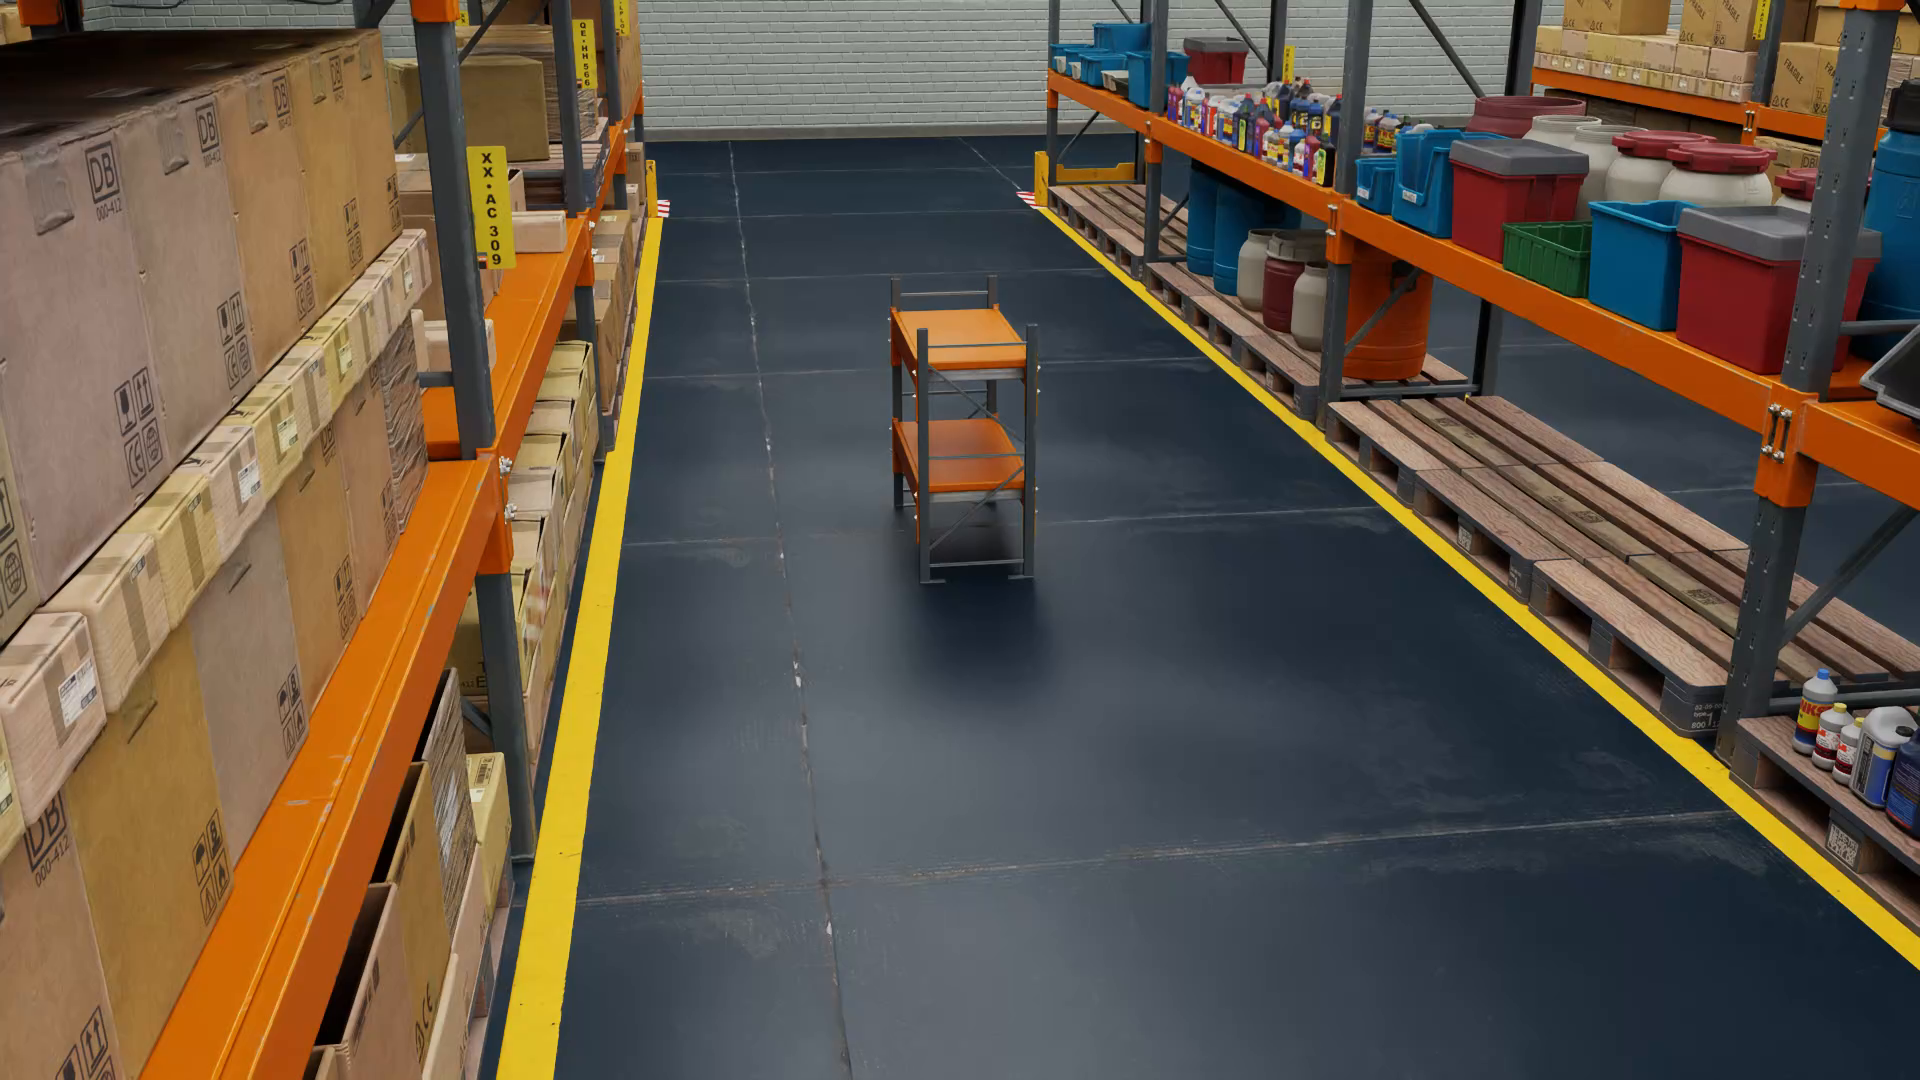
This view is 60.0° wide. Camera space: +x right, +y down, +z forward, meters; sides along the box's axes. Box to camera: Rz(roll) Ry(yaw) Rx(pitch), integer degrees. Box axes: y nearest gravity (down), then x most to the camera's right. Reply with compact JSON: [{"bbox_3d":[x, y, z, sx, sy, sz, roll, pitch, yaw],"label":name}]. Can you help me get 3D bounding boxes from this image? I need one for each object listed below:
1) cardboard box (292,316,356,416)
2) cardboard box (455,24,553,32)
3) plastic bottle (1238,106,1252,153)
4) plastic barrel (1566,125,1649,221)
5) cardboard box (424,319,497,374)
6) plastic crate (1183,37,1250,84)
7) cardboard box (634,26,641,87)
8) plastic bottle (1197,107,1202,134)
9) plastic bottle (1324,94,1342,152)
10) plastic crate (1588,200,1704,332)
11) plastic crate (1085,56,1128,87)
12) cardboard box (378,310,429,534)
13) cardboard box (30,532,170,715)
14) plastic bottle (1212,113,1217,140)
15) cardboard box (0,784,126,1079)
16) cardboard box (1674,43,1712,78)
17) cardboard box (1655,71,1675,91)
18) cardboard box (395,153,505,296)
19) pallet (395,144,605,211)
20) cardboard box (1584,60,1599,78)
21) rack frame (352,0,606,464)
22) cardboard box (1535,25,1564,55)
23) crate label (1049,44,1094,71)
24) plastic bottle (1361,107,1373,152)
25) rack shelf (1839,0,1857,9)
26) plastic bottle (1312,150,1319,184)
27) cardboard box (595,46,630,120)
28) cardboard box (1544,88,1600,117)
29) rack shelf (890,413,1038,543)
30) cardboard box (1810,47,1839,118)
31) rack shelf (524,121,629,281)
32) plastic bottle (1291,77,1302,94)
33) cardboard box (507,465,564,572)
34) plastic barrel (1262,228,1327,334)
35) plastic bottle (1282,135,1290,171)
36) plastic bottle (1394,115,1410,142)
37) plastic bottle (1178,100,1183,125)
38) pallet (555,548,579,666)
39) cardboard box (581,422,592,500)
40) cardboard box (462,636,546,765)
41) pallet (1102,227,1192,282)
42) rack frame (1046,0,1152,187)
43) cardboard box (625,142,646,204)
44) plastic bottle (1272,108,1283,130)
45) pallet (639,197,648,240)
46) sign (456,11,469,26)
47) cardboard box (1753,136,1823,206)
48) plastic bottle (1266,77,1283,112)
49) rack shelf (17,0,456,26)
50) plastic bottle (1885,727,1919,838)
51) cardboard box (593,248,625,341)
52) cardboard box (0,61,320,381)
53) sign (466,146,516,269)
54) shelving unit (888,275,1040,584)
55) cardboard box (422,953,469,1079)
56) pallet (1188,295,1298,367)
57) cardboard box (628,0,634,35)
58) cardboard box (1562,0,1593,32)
[{"bbox_3d":[-1.409,-0.334,3.252,0.380,0.149,0.250,-3,21,-8],"label":"cardboard box"},{"bbox_3d":[-3.111,-3.257,11.405,0.700,0.500,0.500,-10,23,-26],"label":"cardboard box"},{"bbox_3d":[1.829,-2.622,10.616,0.061,0.283,0.133,-3,21,-8],"label":"plastic bottle"},{"bbox_3d":[2.941,-1.613,7.588,0.421,0.512,0.421,0,20,0],"label":"plastic barrel"},{"bbox_3d":[-1.731,-0.618,5.443,0.380,0.149,0.250,-3,21,-8],"label":"cardboard box"},{"bbox_3d":[2.063,-3.817,13.471,0.402,0.464,0.583,-3,21,-8],"label":"plastic crate"},{"bbox_3d":[-3.123,-4.299,14.797,0.500,0.500,0.500,-3,21,-7],"label":"cardboard box"},{"bbox_3d":[1.704,-2.929,11.555,0.097,0.201,0.097,0,20,0],"label":"plastic bottle"},{"bbox_3d":[2.428,-2.676,10.665,0.144,0.351,0.185,-3,21,-8],"label":"plastic bottle"},{"bbox_3d":[2.630,-1.026,6.199,0.392,0.384,0.575,-3,21,-8],"label":"plastic crate"},{"bbox_3d":[1.310,-4.110,14.586,0.416,0.233,0.300,-3,21,-8],"label":"plastic crate"},{"bbox_3d":[-1.735,-0.312,4.122,0.700,0.500,0.500,-3,21,-9],"label":"cardboard box"},{"bbox_3d":[-1.222,0.112,2.060,0.380,0.149,0.250,-4,21,-10],"label":"cardboard box"},{"bbox_3d":[1.757,-2.802,11.216,0.097,0.201,0.097,0,20,0],"label":"plastic bottle"},{"bbox_3d":[-1.364,0.576,1.745,0.700,0.500,0.500,-2,21,-6],"label":"cardboard box"},{"bbox_3d":[6.445,-4.075,14.127,0.500,0.250,0.500,-2,21,-6],"label":"cardboard box"},{"bbox_3d":[6.328,-4.014,14.536,0.380,0.149,0.250,-3,21,-7],"label":"cardboard box"},{"bbox_3d":[-2.124,-1.270,6.687,0.500,0.500,0.500,-4,21,-11],"label":"cardboard box"},{"bbox_3d":[-2.549,-1.945,8.910,1.213,0.211,1.003,-3,21,-8],"label":"pallet"},{"bbox_3d":[6.143,-4.459,15.726,0.380,0.149,0.250,-3,21,-9],"label":"cardboard box"},{"bbox_3d":[-2.382,-1.803,8.258,1.000,3.000,0.127,-3,21,-8],"label":"rack frame"},{"bbox_3d":[6.070,-4.961,16.501,0.500,0.250,0.500,-3,21,-9],"label":"cardboard box"},{"bbox_3d":[1.077,-4.669,16.085,0.416,0.233,0.303,-3,21,-8],"label":"crate label"},{"bbox_3d":[2.578,-2.640,10.675,0.152,0.276,0.135,-3,21,-8],"label":"plastic bottle"},{"bbox_3d":[2.809,-2.428,6.670,1.077,0.370,4.000,-3,21,-8],"label":"rack shelf"},{"bbox_3d":[2.041,-2.118,9.385,0.097,0.201,0.097,0,20,0],"label":"plastic bottle"},{"bbox_3d":[-2.762,-3.425,12.458,0.500,0.500,0.500,-2,21,-6],"label":"cardboard box"},{"bbox_3d":[6.440,-4.056,16.724,0.875,0.875,0.875,-3,21,-8],"label":"cardboard box"},{"bbox_3d":[-0.001,-0.300,7.611,0.538,0.278,1.000,-3,21,-8],"label":"rack shelf"},{"bbox_3d":[6.737,-3.388,12.356,0.500,0.500,0.500,-3,21,-8],"label":"cardboard box"},{"bbox_3d":[-2.670,-2.159,10.238,1.077,0.370,4.000,-3,21,-8],"label":"rack shelf"},{"bbox_3d":[2.400,-3.112,11.832,0.144,0.351,0.185,-3,21,-8],"label":"plastic bottle"},{"bbox_3d":[-1.761,-0.098,6.220,0.500,0.311,0.500,-4,21,-10],"label":"cardboard box"},{"bbox_3d":[2.270,-1.679,10.770,0.600,0.588,0.708,-3,21,-8],"label":"plastic barrel"},{"bbox_3d":[1.966,-2.299,9.869,0.097,0.201,0.097,0,20,0],"label":"plastic bottle"},{"bbox_3d":[2.704,-2.452,10.162,0.061,0.283,0.133,-3,21,-8],"label":"plastic bottle"},{"bbox_3d":[1.628,-3.110,12.040,0.097,0.201,0.097,0,20,0],"label":"plastic bottle"},{"bbox_3d":[-2.129,0.211,6.849,1.003,0.211,1.213,-3,21,-8],"label":"pallet"},{"bbox_3d":[-1.987,-0.364,7.733,0.500,0.250,0.500,-3,21,-8],"label":"cardboard box"},{"bbox_3d":[-1.618,0.521,5.365,0.500,0.250,0.500,-3,21,-9],"label":"cardboard box"},{"bbox_3d":[1.799,-2.383,13.795,1.003,0.211,1.213,-3,21,-8],"label":"pallet"},{"bbox_3d":[1.367,-4.822,16.339,1.000,3.000,0.127,-3,21,-8],"label":"rack frame"},{"bbox_3d":[-3.213,-3.433,15.563,0.500,0.500,0.500,-3,21,-8],"label":"cardboard box"},{"bbox_3d":[1.991,-2.583,10.511,0.061,0.283,0.133,-3,21,-8],"label":"plastic bottle"},{"bbox_3d":[-3.408,-2.965,15.352,1.003,0.211,1.213,-3,21,-8],"label":"pallet"},{"bbox_3d":[-3.494,-3.564,11.734,0.100,0.325,0.005,-3,21,-8],"label":"sign"},{"bbox_3d":[6.957,-2.668,13.008,1.225,0.875,0.875,-3,21,-8],"label":"cardboard box"},{"bbox_3d":[2.257,-3.105,11.812,0.144,0.351,0.185,-3,21,-8],"label":"plastic bottle"},{"bbox_3d":[-1.517,-0.794,2.297,1.077,0.370,4.000,-3,21,-8],"label":"rack shelf"},{"bbox_3d":[2.803,0.668,4.797,0.144,0.351,0.185,-2,21,-6],"label":"plastic bottle"},{"bbox_3d":[-2.393,-1.546,10.512,0.500,0.500,0.500,-4,21,-10],"label":"cardboard box"},{"bbox_3d":[-1.589,-0.572,2.962,0.700,0.500,0.500,-3,21,-8],"label":"cardboard box"},{"bbox_3d":[-1.256,-0.890,4.461,0.100,0.325,0.005,-3,21,-8],"label":"sign"},{"bbox_3d":[-0.001,-0.529,7.526,0.538,1.125,1.048,-3,21,-8],"label":"shelving unit"},{"bbox_3d":[-1.373,1.168,3.631,0.500,0.250,0.500,-3,21,-8],"label":"cardboard box"},{"bbox_3d":[2.193,-1.438,11.265,1.003,0.211,1.213,-3,21,-8],"label":"pallet"},{"bbox_3d":[-2.972,-4.416,13.682,0.500,0.500,0.500,-2,21,-6],"label":"cardboard box"},{"bbox_3d":[6.142,-5.139,15.906,0.500,0.500,0.500,-3,21,-9],"label":"cardboard box"}]
